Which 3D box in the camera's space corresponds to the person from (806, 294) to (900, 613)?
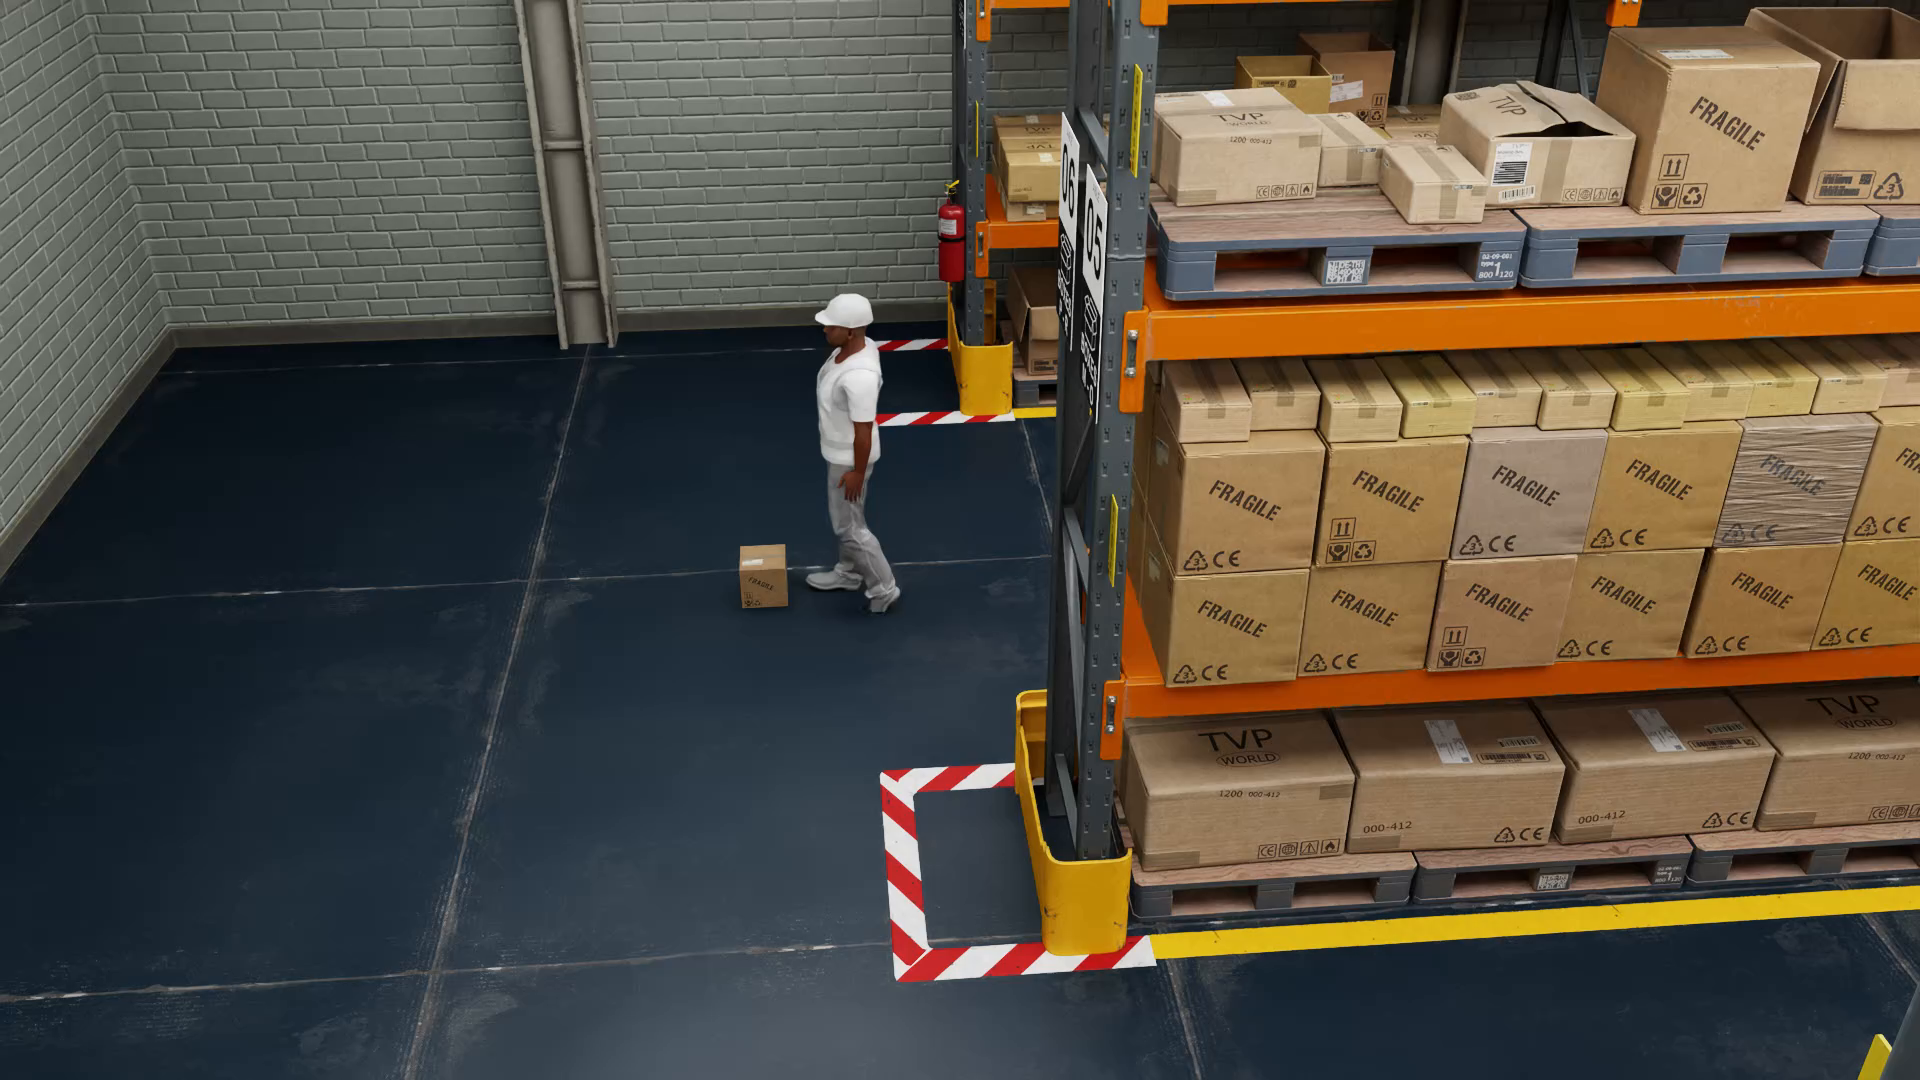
[{"bbox_3d":[-0.598,-0.444,8.819,0.513,1.835,0.585,-3,31,-4],"label":"person"}]
